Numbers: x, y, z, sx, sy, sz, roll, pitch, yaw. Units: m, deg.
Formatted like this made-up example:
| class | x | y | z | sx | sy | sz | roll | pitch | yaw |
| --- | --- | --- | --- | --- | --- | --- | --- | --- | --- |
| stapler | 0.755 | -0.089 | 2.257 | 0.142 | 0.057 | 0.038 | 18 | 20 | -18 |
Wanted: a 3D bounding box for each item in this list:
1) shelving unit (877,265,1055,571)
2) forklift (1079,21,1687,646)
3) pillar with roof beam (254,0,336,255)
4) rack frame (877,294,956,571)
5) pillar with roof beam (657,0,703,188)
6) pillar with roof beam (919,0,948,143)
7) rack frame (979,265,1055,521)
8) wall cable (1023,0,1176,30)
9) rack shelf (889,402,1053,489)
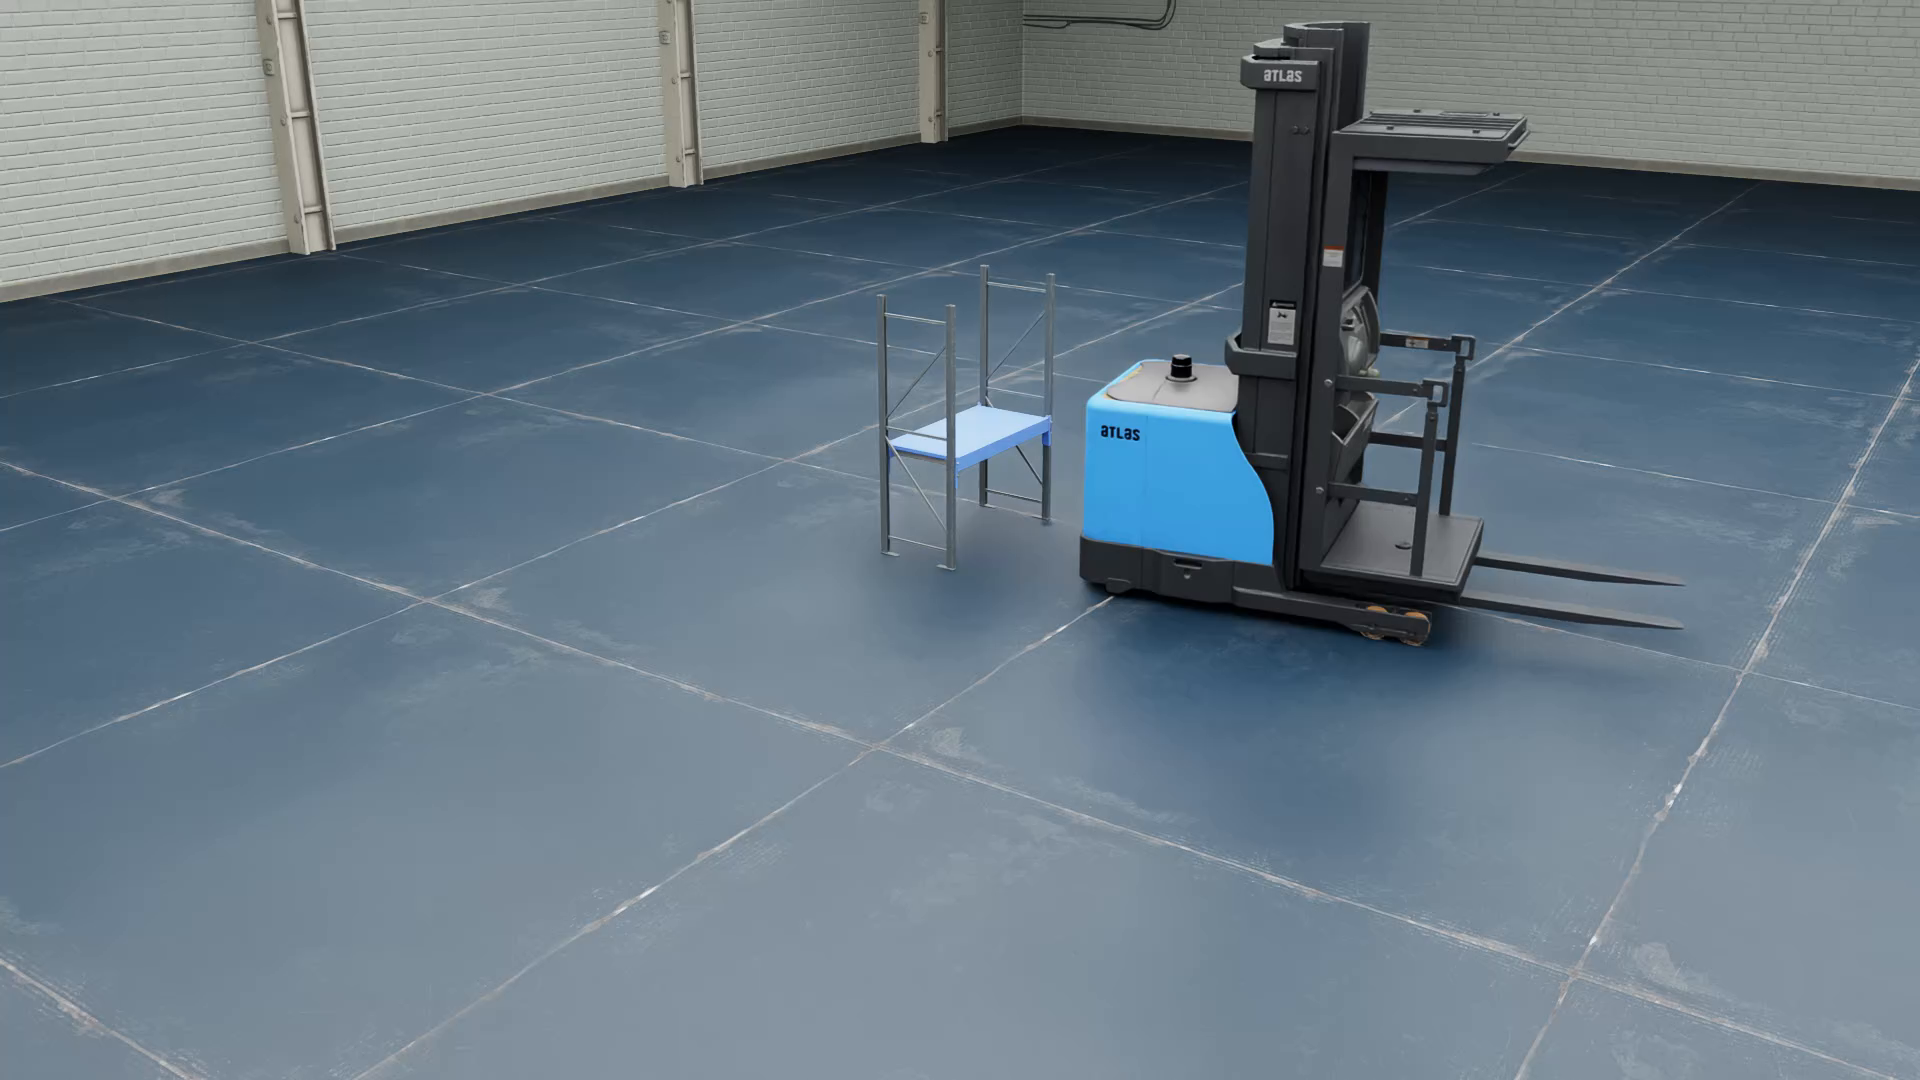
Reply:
| class | x | y | z | sx | sy | sz | roll | pitch | yaw |
| --- | --- | --- | --- | --- | --- | --- | --- | --- | --- |
| shelving unit | 0.048 | -0.728 | 9.571 | 0.538 | 1.500 | 1.048 | 13 | 24 | 32 |
| forklift | 2.213 | -1.055 | 8.393 | 3.031 | 2.935 | 1.130 | 8 | 22 | 22 |
| pillar with roof beam | -3.621 | -6.593 | 14.617 | 9.100 | 9.000 | 0.400 | 13 | 24 | 32 |
| rack frame | -0.238 | -0.582 | 9.177 | 0.500 | 1.500 | 0.032 | 13 | 24 | 32 |
| pillar with roof beam | -0.248 | -8.314 | 19.271 | 9.100 | 9.000 | 0.400 | 13 | 24 | 32 |
| pillar with roof beam | 3.125 | -10.036 | 23.926 | 9.100 | 9.000 | 0.400 | 13 | 24 | 32 |
| rack frame | 0.334 | -0.874 | 9.965 | 0.500 | 1.500 | 0.032 | 13 | 24 | 32 |
| wall cable | 2.314 | -10.007 | 28.322 | 3.097 | 2.526 | 0.112 | 13 | 24 | 32 |
| rack shelf | 0.048 | -0.559 | 9.633 | 0.538 | 0.185 | 1.000 | 13 | 24 | 32 |
